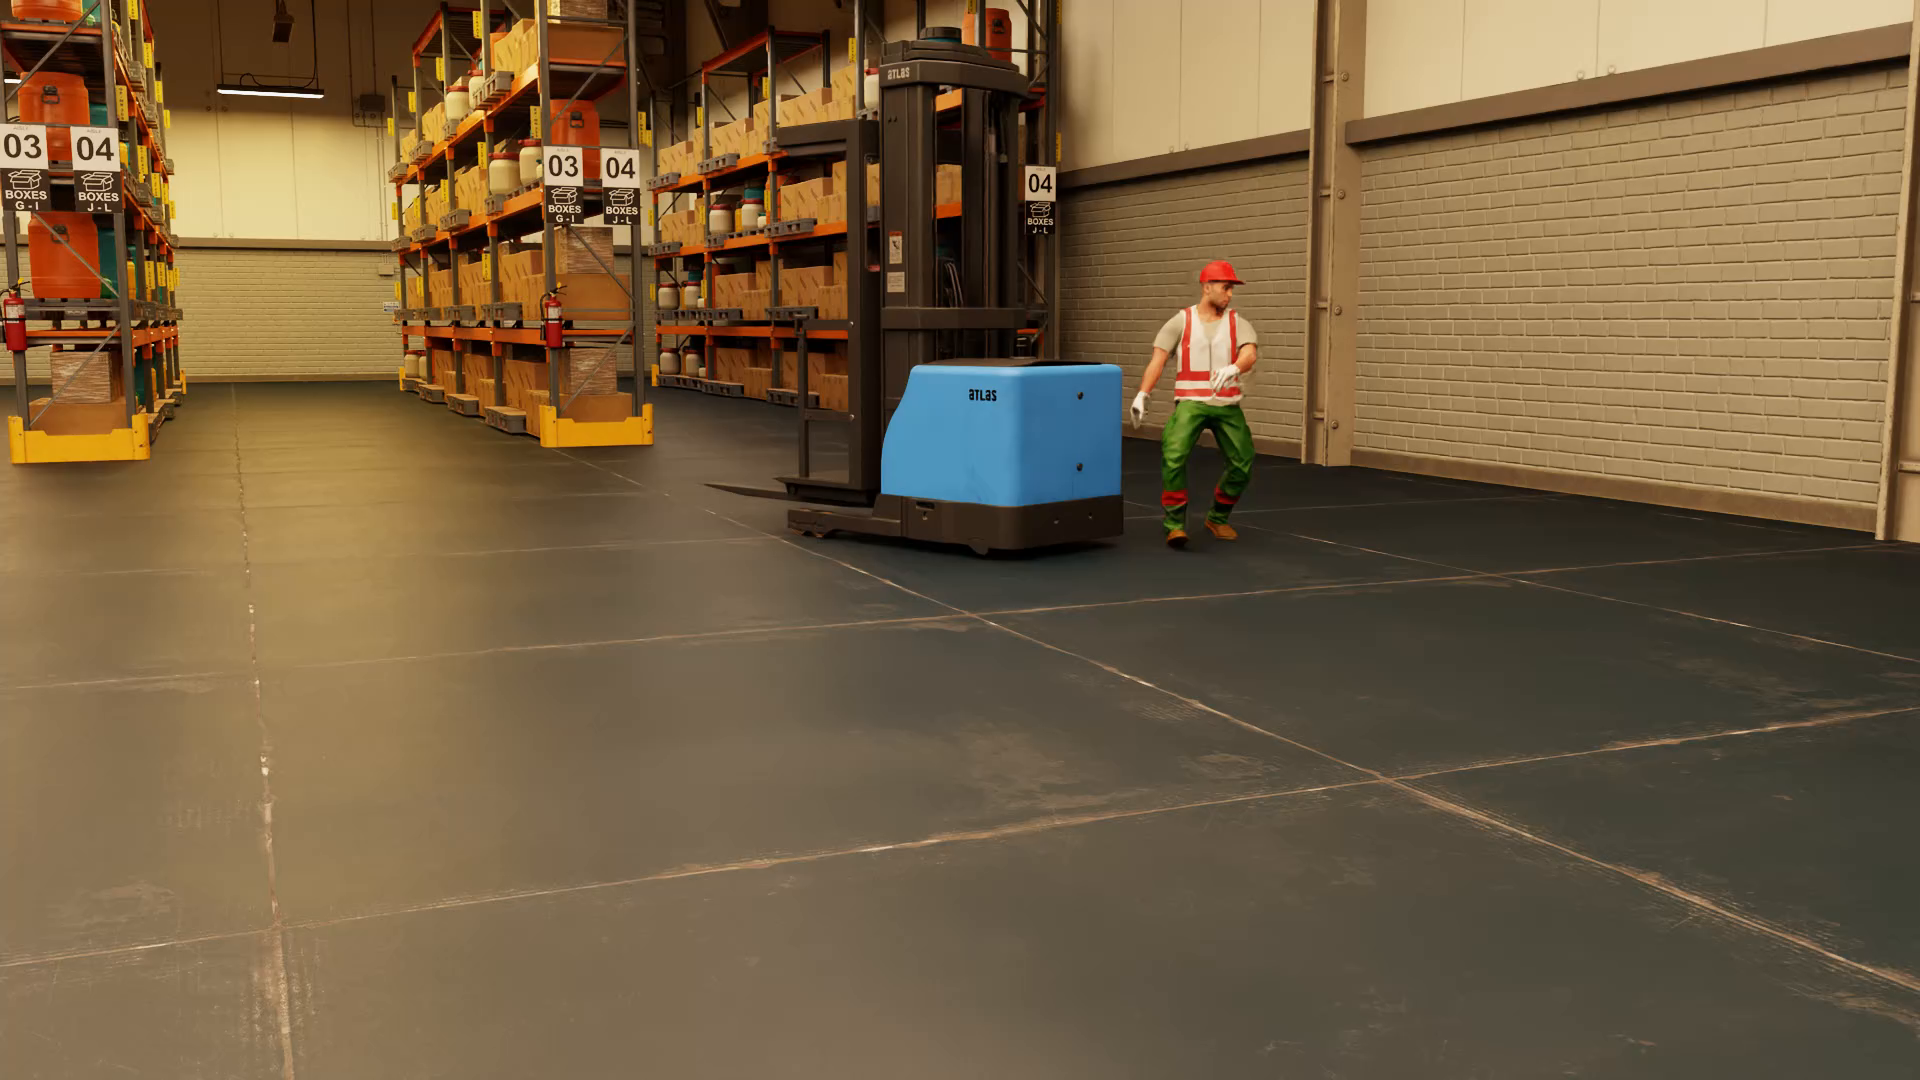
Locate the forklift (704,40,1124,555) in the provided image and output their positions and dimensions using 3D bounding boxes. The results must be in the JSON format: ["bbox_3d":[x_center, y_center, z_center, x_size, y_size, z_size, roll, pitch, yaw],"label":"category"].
[{"bbox_3d":[-0.436,-1.509,10.383,3.031,2.935,1.130,7,10,44],"label":"forklift"}]

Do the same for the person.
[{"bbox_3d":[1.397,-0.803,9.897,0.756,1.697,0.828,-1,8,-5],"label":"person"}]
